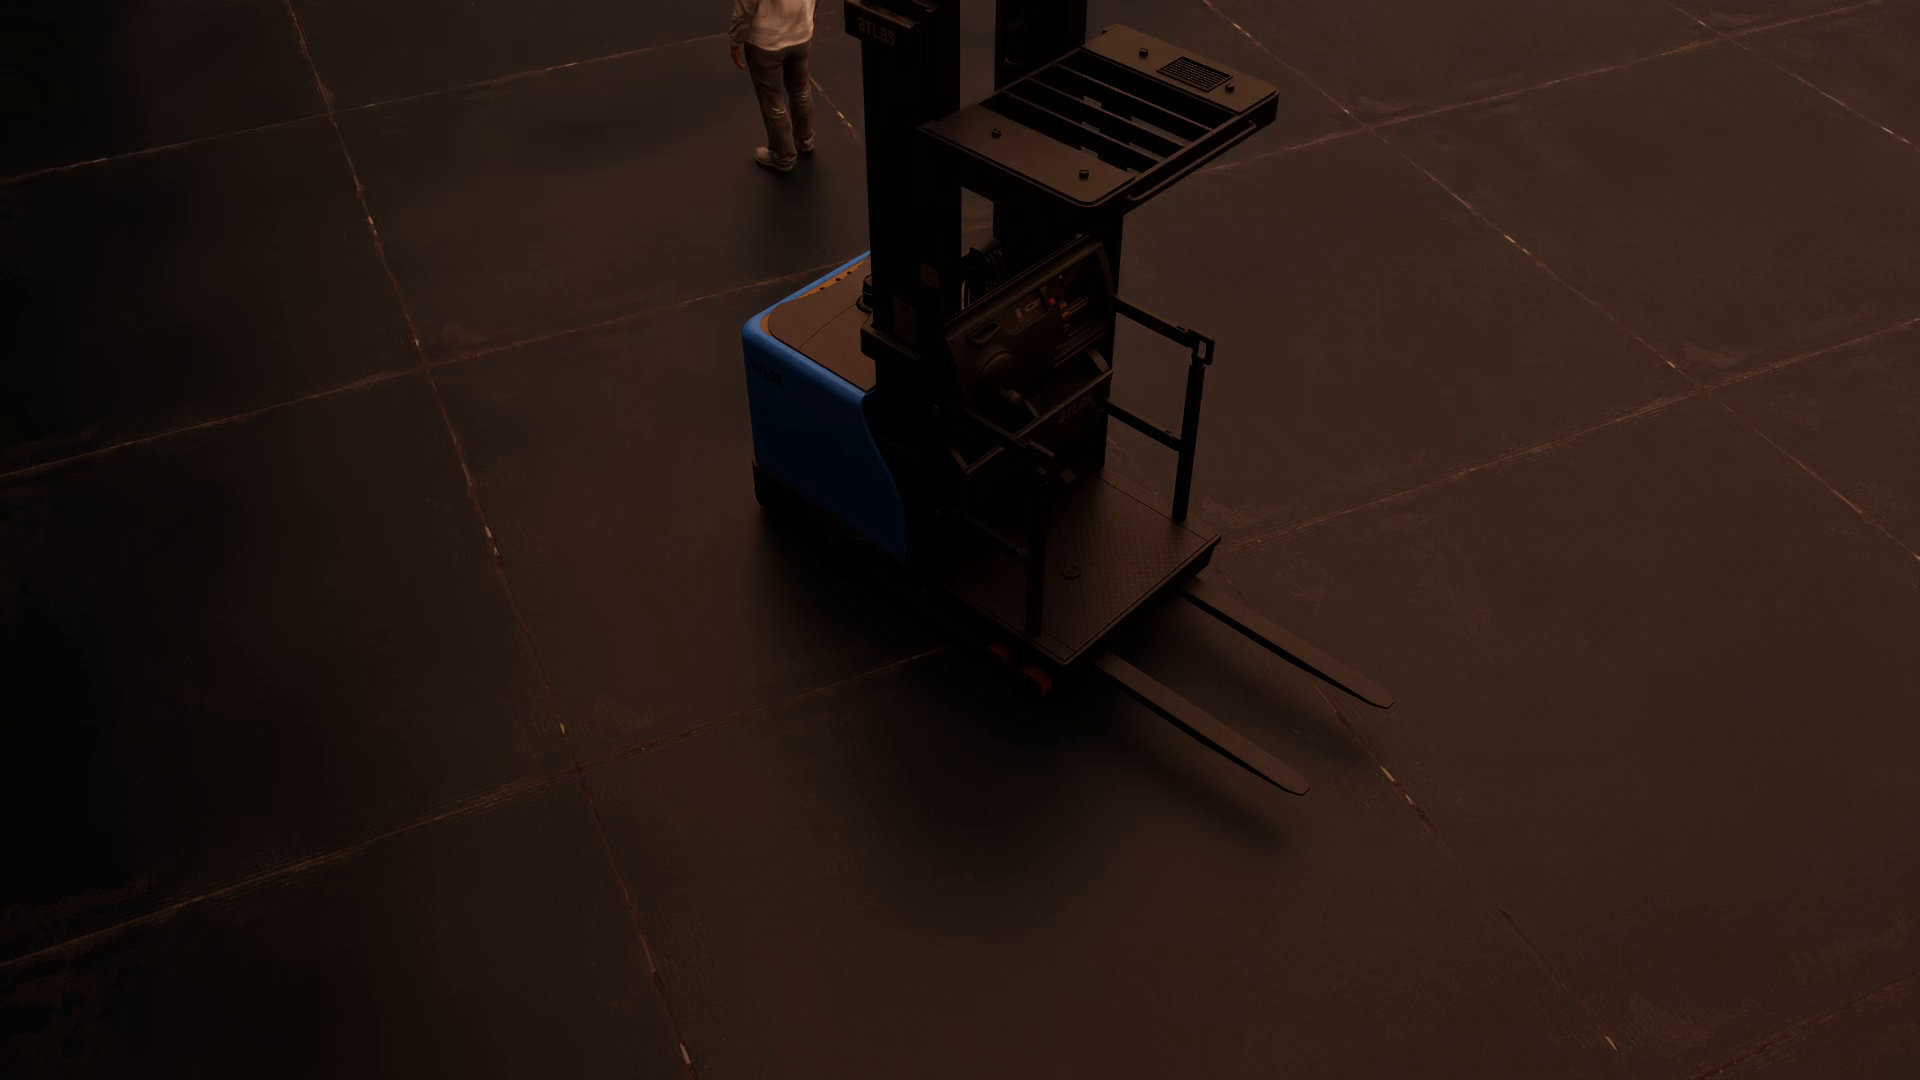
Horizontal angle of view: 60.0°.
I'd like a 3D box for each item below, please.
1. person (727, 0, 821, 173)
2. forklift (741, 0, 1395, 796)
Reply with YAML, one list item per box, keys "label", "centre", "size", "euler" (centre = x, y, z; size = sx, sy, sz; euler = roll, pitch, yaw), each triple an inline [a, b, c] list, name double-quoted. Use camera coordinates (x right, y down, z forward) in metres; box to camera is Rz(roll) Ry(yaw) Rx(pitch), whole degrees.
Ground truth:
- label: "person"
  centre: [-1.109, -2.988, 9.719]
  size: [0.633, 1.773, 0.568]
  euler: [-30, 51, -28]
- label: "forklift"
  centre: [0.445, -0.788, 6.525]
  size: [3.031, 2.935, 1.130]
  euler: [32, 52, 30]
